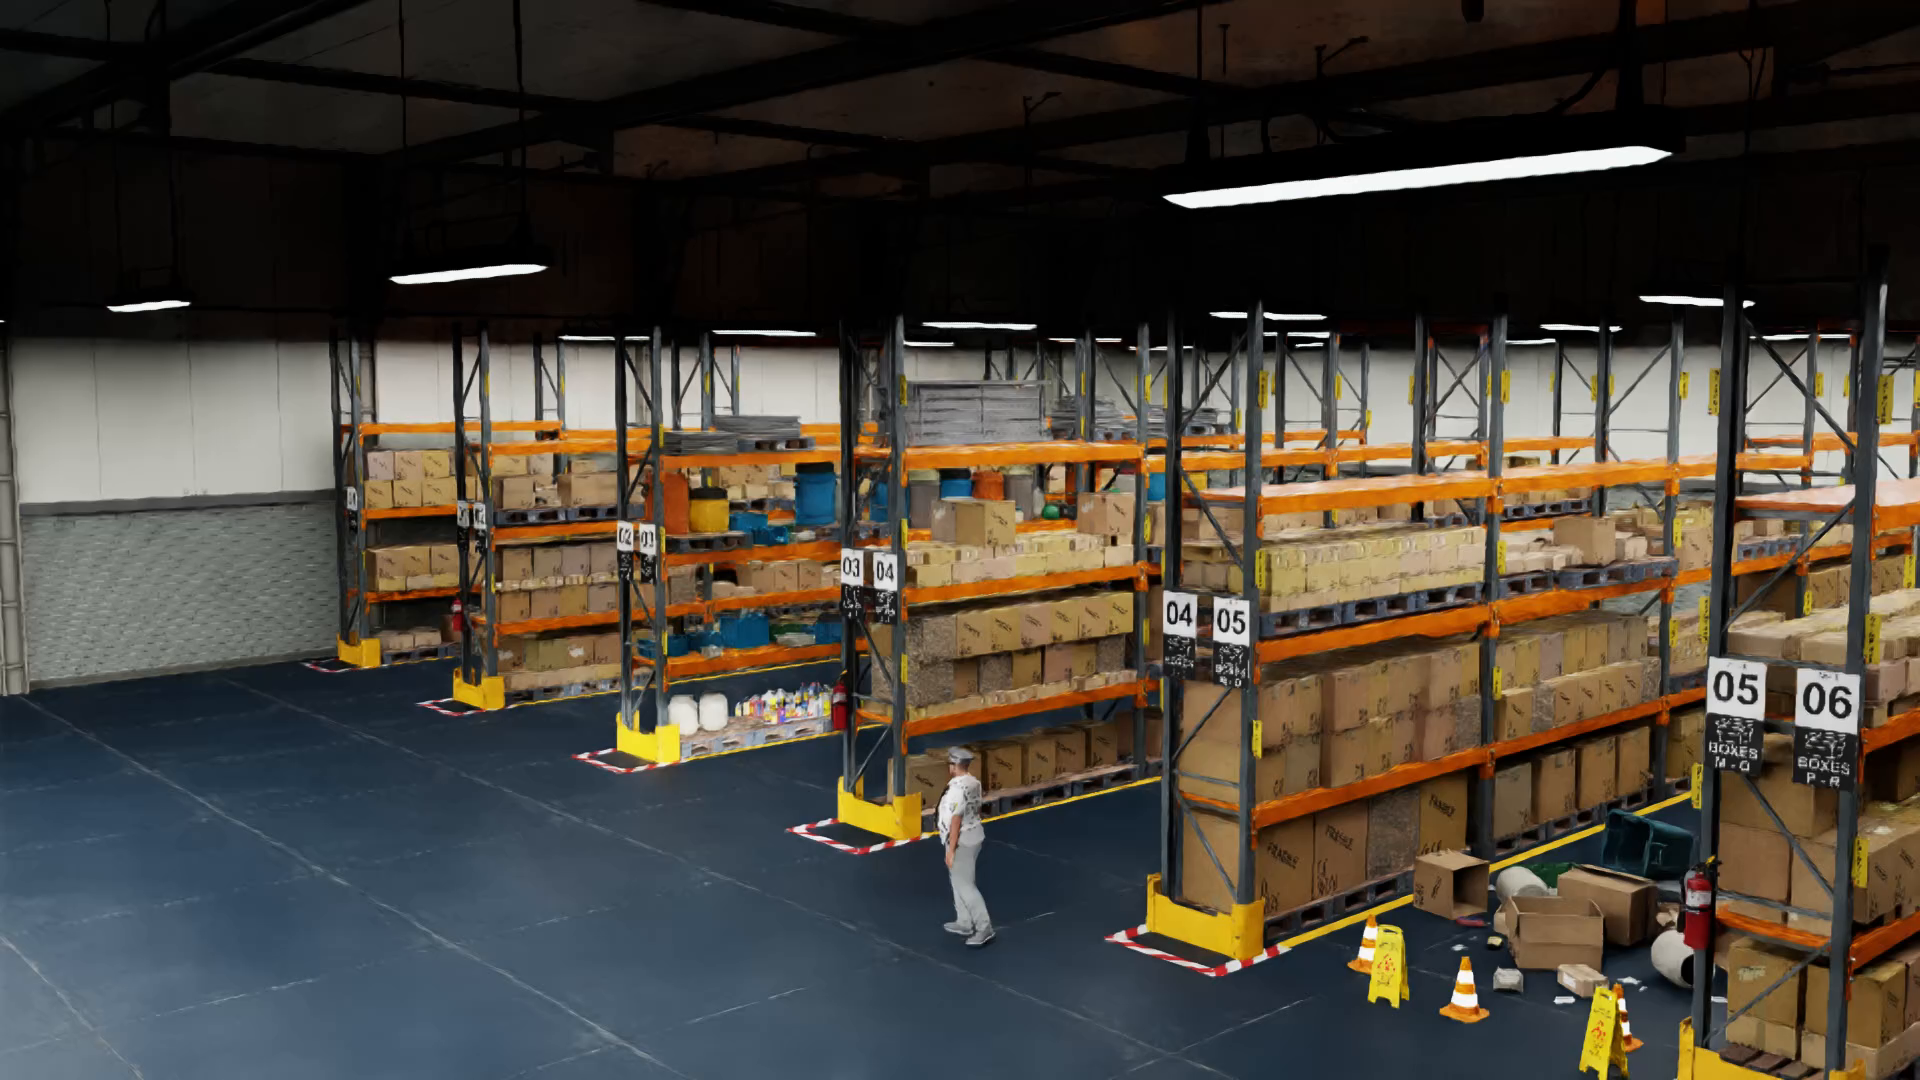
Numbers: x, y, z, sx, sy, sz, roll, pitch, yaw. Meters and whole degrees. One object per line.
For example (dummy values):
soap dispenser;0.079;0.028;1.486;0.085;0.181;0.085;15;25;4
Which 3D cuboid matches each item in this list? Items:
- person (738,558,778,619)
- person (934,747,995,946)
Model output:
person;-4.160;0.965;33.844;1.119;1.700;0.543;-5;8;-44
person;0.075;2.795;15.292;0.569;1.748;0.657;2;6;20
